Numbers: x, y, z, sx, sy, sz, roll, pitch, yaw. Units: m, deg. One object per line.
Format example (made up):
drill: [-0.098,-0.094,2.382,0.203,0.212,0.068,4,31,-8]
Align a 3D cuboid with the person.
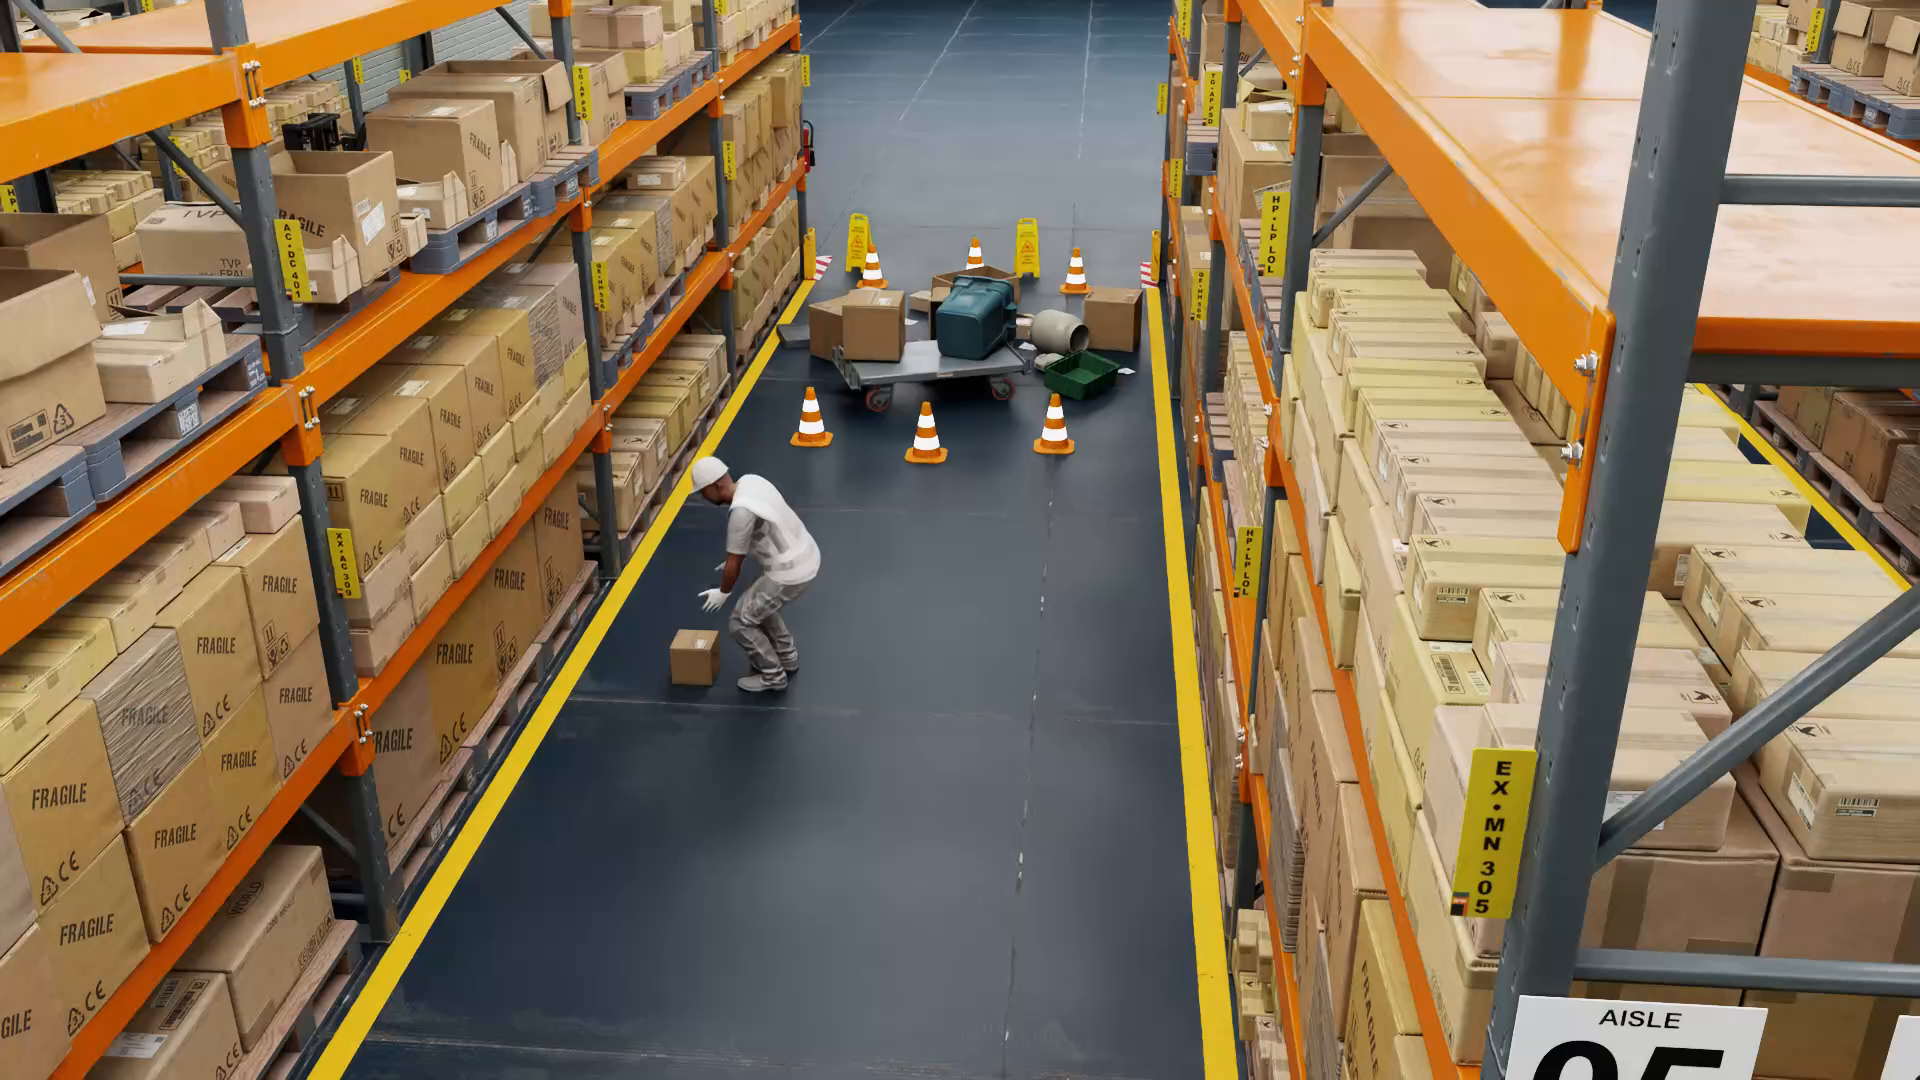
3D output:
person: [-1.211,0.197,9.935,0.737,1.469,0.611,2,24,4]
